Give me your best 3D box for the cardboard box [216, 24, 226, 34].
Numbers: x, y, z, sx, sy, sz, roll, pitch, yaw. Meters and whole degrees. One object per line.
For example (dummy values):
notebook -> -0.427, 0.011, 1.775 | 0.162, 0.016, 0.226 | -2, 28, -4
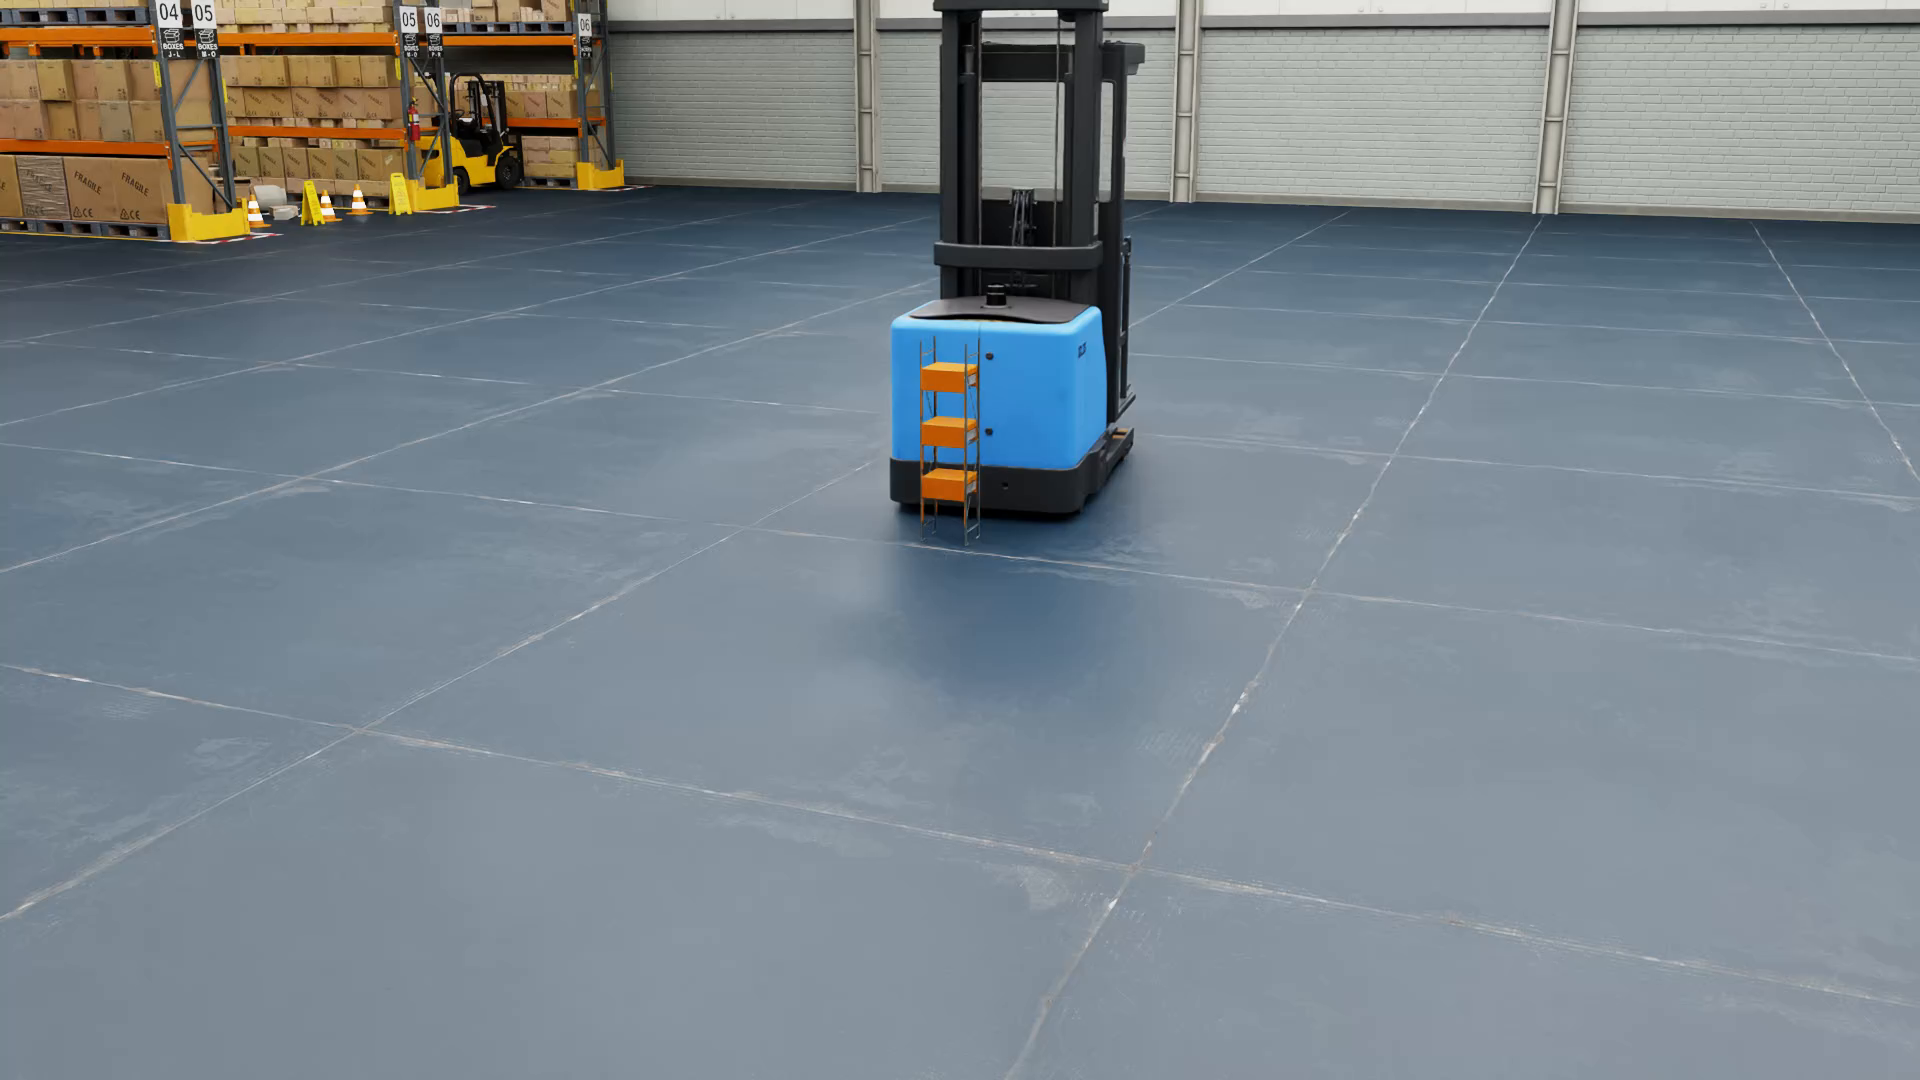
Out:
cardboard box -> -12.297, -8.611, 28.024 | 0.250, 0.149, 0.380 | 6, 17, 20

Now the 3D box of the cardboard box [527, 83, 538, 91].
cardboard box -> -8.079, -8.677, 31.840 | 0.250, 0.149, 0.380 | 6, 17, 20

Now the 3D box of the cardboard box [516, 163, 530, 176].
cardboard box -> -8.434, -7.220, 32.342 | 0.500, 0.250, 0.500 | 6, 17, 21

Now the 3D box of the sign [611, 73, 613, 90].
sign -> -6.751, -8.863, 32.127 | 0.005, 0.325, 0.100 | 6, 17, 21

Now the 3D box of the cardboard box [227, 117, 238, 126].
cardboard box -> -12.324, -7.151, 28.377 | 0.250, 0.149, 0.380 | 6, 17, 20

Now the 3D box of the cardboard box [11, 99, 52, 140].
cardboard box -> -12.895, -5.994, 23.672 | 0.550, 0.550, 0.875 | 6, 17, 21

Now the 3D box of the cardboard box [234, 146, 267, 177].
cardboard box -> -12.049, -6.498, 28.510 | 0.500, 0.500, 0.500 | 7, 18, 23

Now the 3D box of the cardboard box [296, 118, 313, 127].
cardboard box -> -10.892, -6.999, 27.854 | 0.250, 0.149, 0.380 | 6, 17, 20

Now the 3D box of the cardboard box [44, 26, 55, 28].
cardboard box -> -15.989, -9.040, 29.503 | 0.250, 0.149, 0.380 | 6, 17, 21

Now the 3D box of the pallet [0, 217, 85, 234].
pallet -> -13.543, -4.656, 24.332 | 1.213, 0.211, 1.003 | 6, 17, 21

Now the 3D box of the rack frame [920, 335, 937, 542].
rack frame -> -0.163, -0.522, 8.589 | 0.008, 1.050, 0.200 | 6, 17, 21

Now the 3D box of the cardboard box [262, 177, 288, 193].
cardboard box -> -11.548, -6.086, 28.437 | 0.500, 0.250, 0.500 | 7, 18, 24

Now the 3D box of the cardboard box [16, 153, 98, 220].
cardboard box -> -12.822, -5.101, 23.921 | 0.875, 0.875, 0.875 | 6, 17, 21

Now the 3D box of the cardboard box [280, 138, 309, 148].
cardboard box -> -11.225, -6.702, 28.050 | 0.250, 0.149, 0.380 | 7, 18, 24

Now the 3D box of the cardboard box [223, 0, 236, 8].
cardboard box -> -12.073, -8.954, 27.777 | 0.250, 0.149, 0.380 | 7, 18, 22

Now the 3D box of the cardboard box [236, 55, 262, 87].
cardboard box -> -11.702, -7.899, 27.996 | 0.500, 0.500, 0.700 | 6, 17, 21

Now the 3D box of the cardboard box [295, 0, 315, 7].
cardboard box -> -10.640, -8.787, 27.201 | 0.250, 0.149, 0.380 | 7, 18, 22

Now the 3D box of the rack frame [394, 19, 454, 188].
rack frame -> -8.778, -6.978, 27.330 | 0.127, 3.000, 1.000 | 6, 17, 21

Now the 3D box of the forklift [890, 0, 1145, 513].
forklift -> 0.482, -1.919, 10.027 | 1.130, 2.935, 3.031 | 4, 17, 14

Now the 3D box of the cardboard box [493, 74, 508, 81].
cardboard box -> -8.800, -8.905, 32.093 | 0.250, 0.149, 0.380 | 7, 17, 21

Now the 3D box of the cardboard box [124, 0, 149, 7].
cardboard box -> -10.934, -7.199, 22.231 | 0.250, 0.149, 0.380 | 6, 17, 21

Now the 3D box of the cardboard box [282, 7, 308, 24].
cardboard box -> -10.775, -8.626, 27.363 | 0.500, 0.250, 0.500 | 6, 17, 21

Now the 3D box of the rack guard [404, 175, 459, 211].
rack guard -> -8.849, -5.785, 27.705 | 0.348, 0.500, 1.175 | 6, 17, 21

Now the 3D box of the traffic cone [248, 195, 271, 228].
traffic cone -> -10.473, -4.888, 24.681 | 0.334, 0.463, 0.336 | 6, 17, 21

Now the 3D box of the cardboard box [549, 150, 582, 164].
cardboard box -> -7.528, -7.356, 31.913 | 0.500, 0.250, 0.500 | 6, 17, 20

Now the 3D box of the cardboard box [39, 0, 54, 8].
cardboard box -> -12.352, -7.356, 22.768 | 0.250, 0.149, 0.380 | 7, 17, 21

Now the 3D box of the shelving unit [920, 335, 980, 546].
shelving unit -> -0.050, -0.510, 8.546 | 0.252, 1.050, 0.215 | 6, 17, 21

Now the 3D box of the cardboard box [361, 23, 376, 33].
cardboard box -> -9.456, -8.279, 26.881 | 0.250, 0.149, 0.380 | 6, 17, 21

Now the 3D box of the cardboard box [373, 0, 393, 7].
cardboard box -> -9.201, -8.639, 26.691 | 0.250, 0.149, 0.380 | 6, 17, 21

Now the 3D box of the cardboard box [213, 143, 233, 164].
cardboard box -> -15.336, -8.127, 35.017 | 0.500, 0.500, 0.500 | 6, 17, 20

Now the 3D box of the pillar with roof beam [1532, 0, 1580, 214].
pillar with roof beam -> 7.888, -8.494, 21.791 | 0.400, 9.000, 9.100 | 6, 17, 21

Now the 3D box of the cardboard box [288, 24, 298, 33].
cardboard box -> -10.862, -8.453, 27.482 | 0.250, 0.149, 0.380 | 6, 17, 21

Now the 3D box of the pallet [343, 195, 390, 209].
pallet -> -9.591, -5.739, 28.063 | 1.213, 0.211, 1.003 | 6, 17, 21

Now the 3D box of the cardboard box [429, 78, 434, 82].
cardboard box -> -10.211, -9.069, 32.656 | 0.250, 0.149, 0.380 | 7, 17, 21

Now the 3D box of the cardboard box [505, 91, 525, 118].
cardboard box -> -8.470, -8.404, 32.062 | 0.500, 0.500, 0.500 | 6, 17, 20

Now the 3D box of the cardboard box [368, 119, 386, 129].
cardboard box -> -9.481, -6.837, 27.295 | 0.250, 0.149, 0.380 | 6, 17, 20

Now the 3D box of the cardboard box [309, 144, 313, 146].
cardboard box -> -11.376, -6.586, 28.813 | 0.500, 0.500, 0.500 | 7, 17, 22

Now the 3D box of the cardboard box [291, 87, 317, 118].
cardboard box -> -10.777, -7.314, 27.775 | 0.500, 0.500, 0.500 | 6, 17, 21

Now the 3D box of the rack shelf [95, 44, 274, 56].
rack shelf -> -16.263, -10.384, 34.971 | 4.000, 0.370, 1.077 | 6, 17, 21

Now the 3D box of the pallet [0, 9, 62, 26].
pallet -> -13.464, -7.404, 23.578 | 1.213, 0.211, 1.003 | 6, 17, 21

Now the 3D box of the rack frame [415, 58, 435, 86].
rack frame -> -10.681, -8.675, 33.175 | 0.127, 3.000, 1.000 | 6, 17, 21

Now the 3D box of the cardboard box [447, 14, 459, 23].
cardboard box -> -9.660, -10.041, 32.019 | 0.250, 0.149, 0.380 | 7, 18, 22

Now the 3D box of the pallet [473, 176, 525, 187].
pallet -> -8.818, -7.119, 32.818 | 1.213, 0.211, 1.003 | 6, 17, 21

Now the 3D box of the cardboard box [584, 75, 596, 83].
cardboard box -> -7.194, -8.858, 31.929 | 0.250, 0.149, 0.380 | 6, 17, 20

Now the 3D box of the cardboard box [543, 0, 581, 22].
cardboard box -> -7.461, -9.986, 31.199 | 0.500, 0.500, 0.500 | 7, 18, 22

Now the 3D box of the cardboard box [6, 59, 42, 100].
cardboard box -> -12.884, -6.520, 23.546 | 0.550, 0.550, 0.875 | 6, 17, 21

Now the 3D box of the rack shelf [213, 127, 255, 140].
rack shelf -> -14.360, -7.246, 29.544 | 4.000, 0.370, 1.077 | 6, 17, 21

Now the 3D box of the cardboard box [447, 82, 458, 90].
cardboard box -> -9.785, -8.844, 32.413 | 0.250, 0.149, 0.380 | 7, 17, 22

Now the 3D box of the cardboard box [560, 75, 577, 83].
cardboard box -> -7.371, -8.750, 31.557 | 0.250, 0.149, 0.380 | 6, 17, 21
